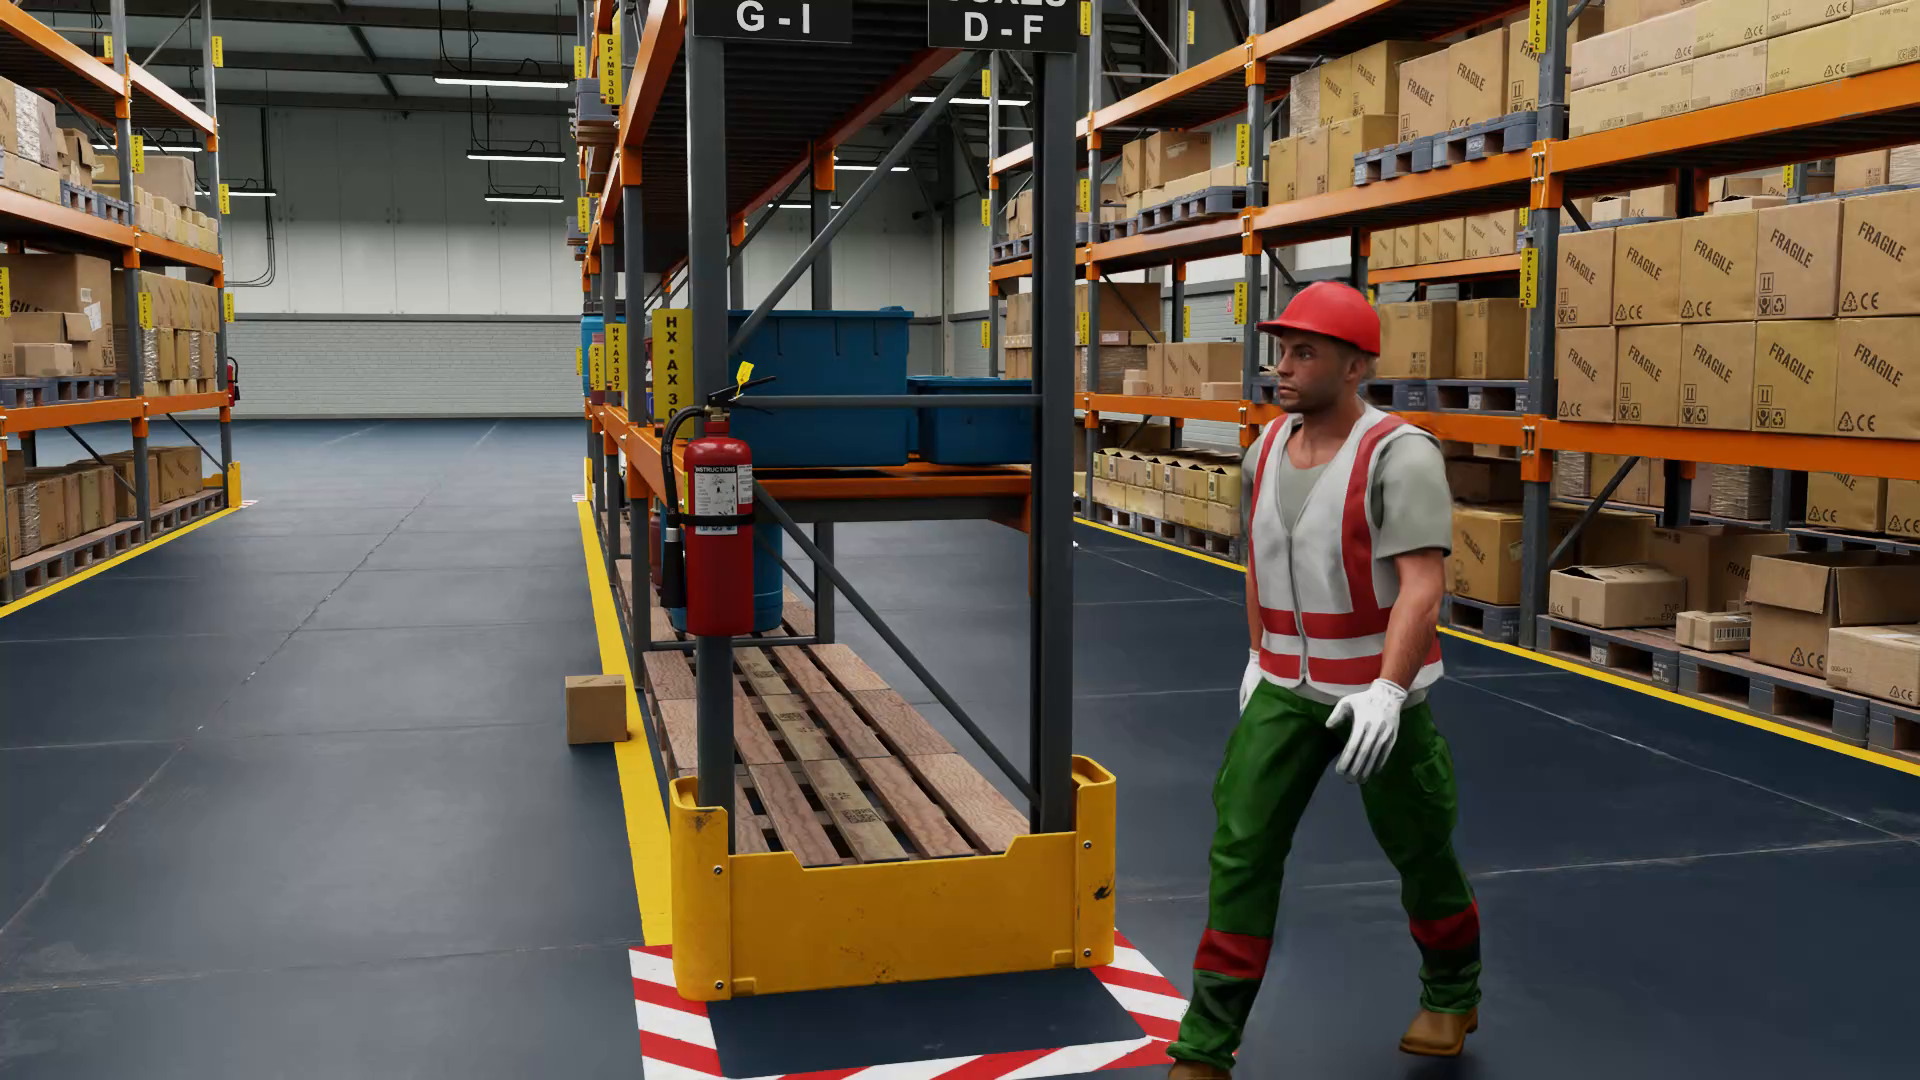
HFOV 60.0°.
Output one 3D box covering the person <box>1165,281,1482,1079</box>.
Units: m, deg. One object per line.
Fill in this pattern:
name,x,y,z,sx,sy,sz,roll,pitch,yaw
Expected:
person,0.768,0.326,3.572,1.006,1.745,0.666,-5,8,-40
